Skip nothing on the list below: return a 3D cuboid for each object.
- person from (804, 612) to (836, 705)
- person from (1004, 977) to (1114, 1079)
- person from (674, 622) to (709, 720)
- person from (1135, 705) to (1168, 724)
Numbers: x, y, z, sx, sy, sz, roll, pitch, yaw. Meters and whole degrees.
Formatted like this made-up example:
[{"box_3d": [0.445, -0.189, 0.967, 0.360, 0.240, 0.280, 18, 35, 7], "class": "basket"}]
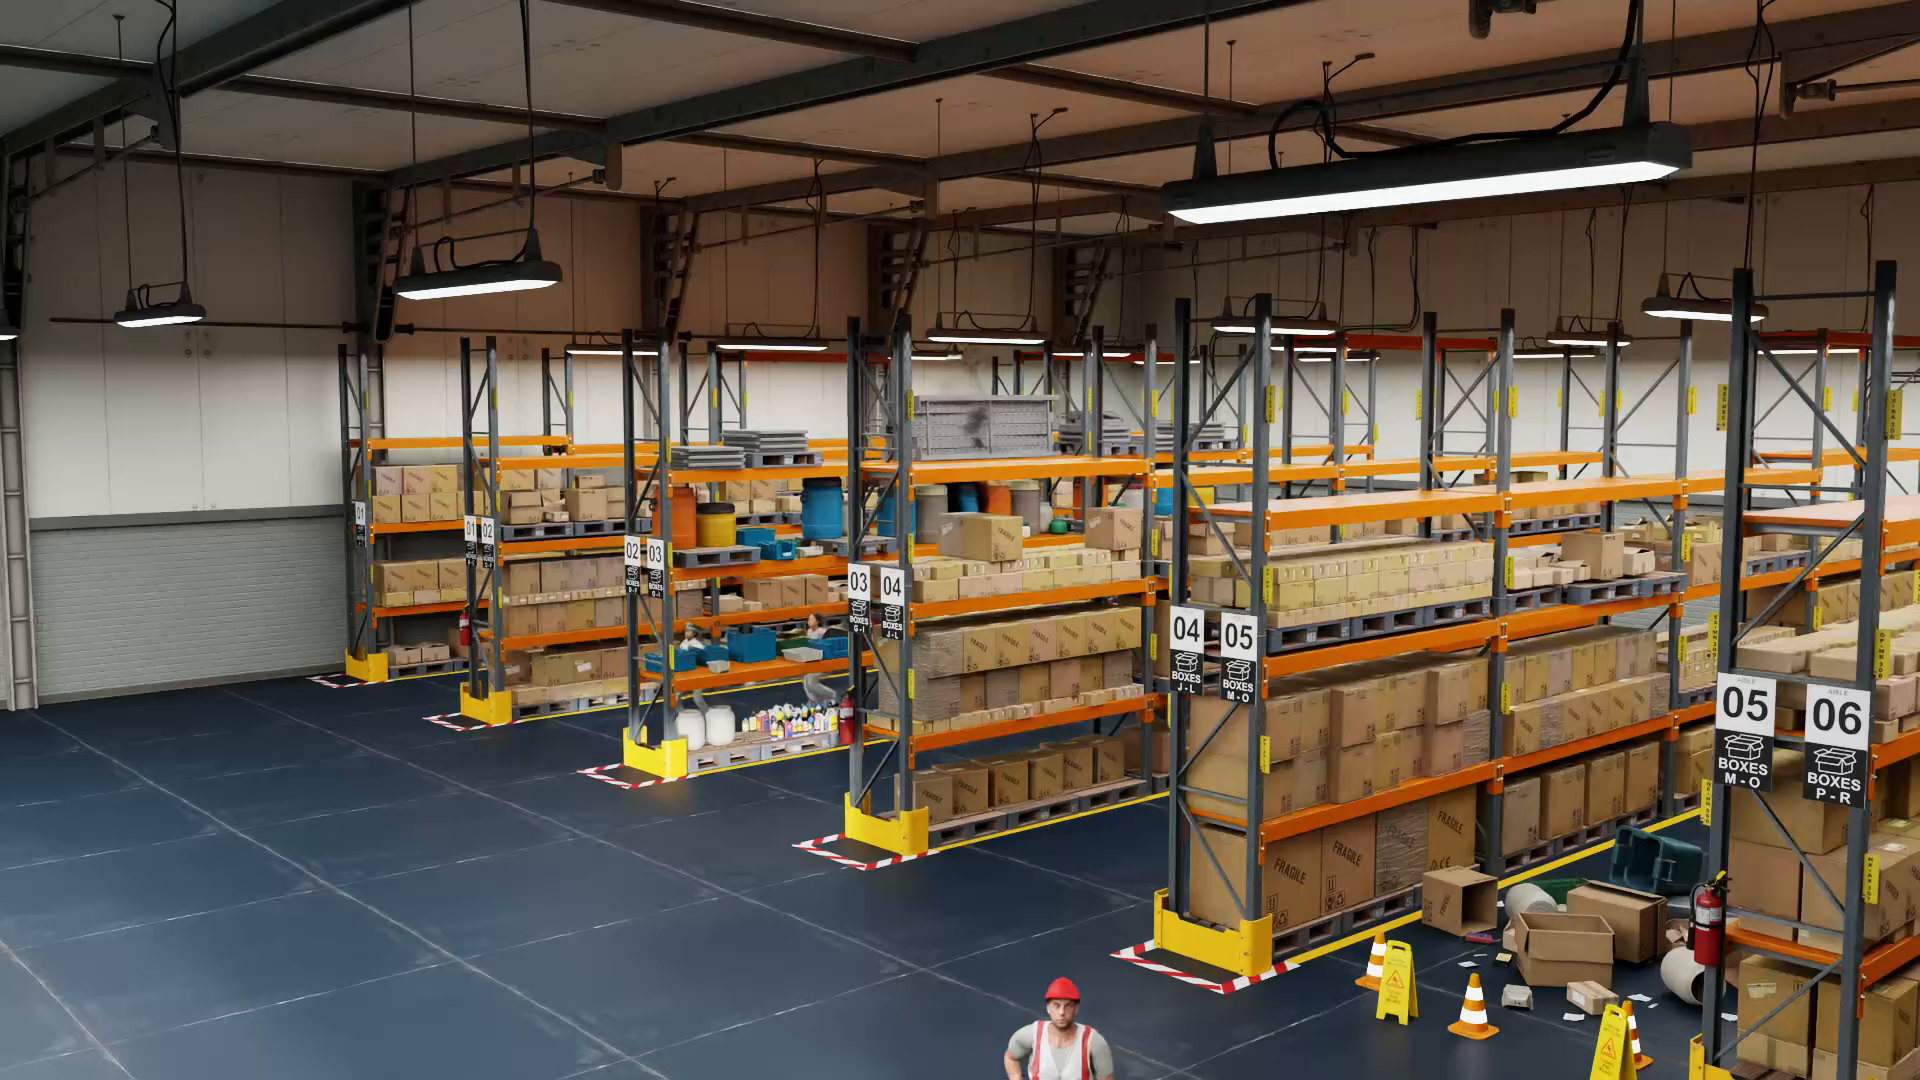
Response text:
[{"box_3d": [-2.294, 1.962, 26.685, 0.565, 1.635, 0.582, -4, 7, -41], "class": "person"}, {"box_3d": [0.570, 3.426, 9.570, 0.637, 1.796, 0.652, 0, 5, 2], "class": "person"}, {"box_3d": [-4.055, 2.087, 25.006, 0.576, 1.749, 0.709, 3, 6, 34], "class": "person"}, {"box_3d": [2.820, 2.146, 24.265, 0.578, 1.661, 0.882, 5, 7, 44], "class": "person"}]
